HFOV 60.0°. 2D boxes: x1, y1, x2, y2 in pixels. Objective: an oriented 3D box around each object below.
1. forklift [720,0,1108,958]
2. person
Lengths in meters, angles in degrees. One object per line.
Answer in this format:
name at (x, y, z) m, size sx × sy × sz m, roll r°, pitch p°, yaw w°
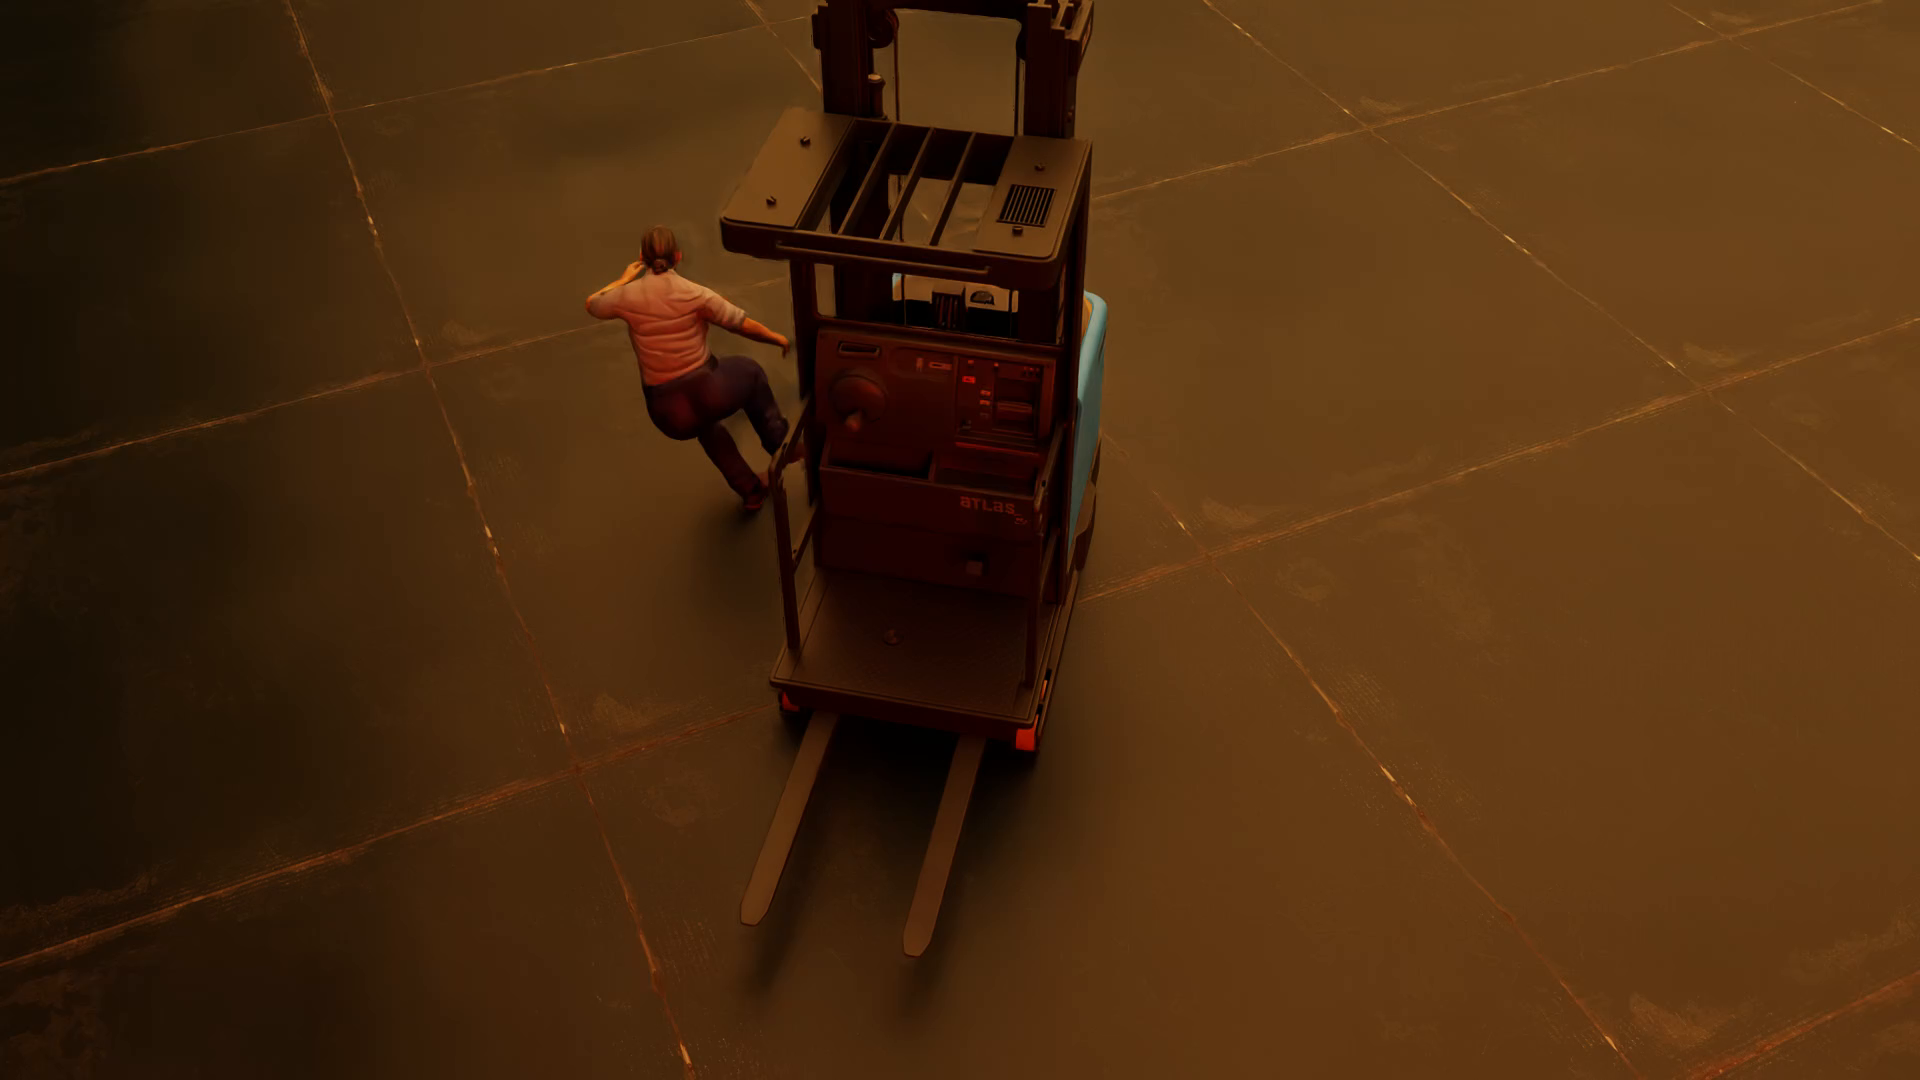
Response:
forklift at (-0.144, -0.482, 6.196) m, size 1.130 × 2.935 × 3.031 m, roll 9°, pitch 44°, yaw 9°
person at (-1.168, -0.836, 7.710) m, size 1.016 × 1.423 × 0.880 m, roll -9°, pitch 44°, yaw -10°
